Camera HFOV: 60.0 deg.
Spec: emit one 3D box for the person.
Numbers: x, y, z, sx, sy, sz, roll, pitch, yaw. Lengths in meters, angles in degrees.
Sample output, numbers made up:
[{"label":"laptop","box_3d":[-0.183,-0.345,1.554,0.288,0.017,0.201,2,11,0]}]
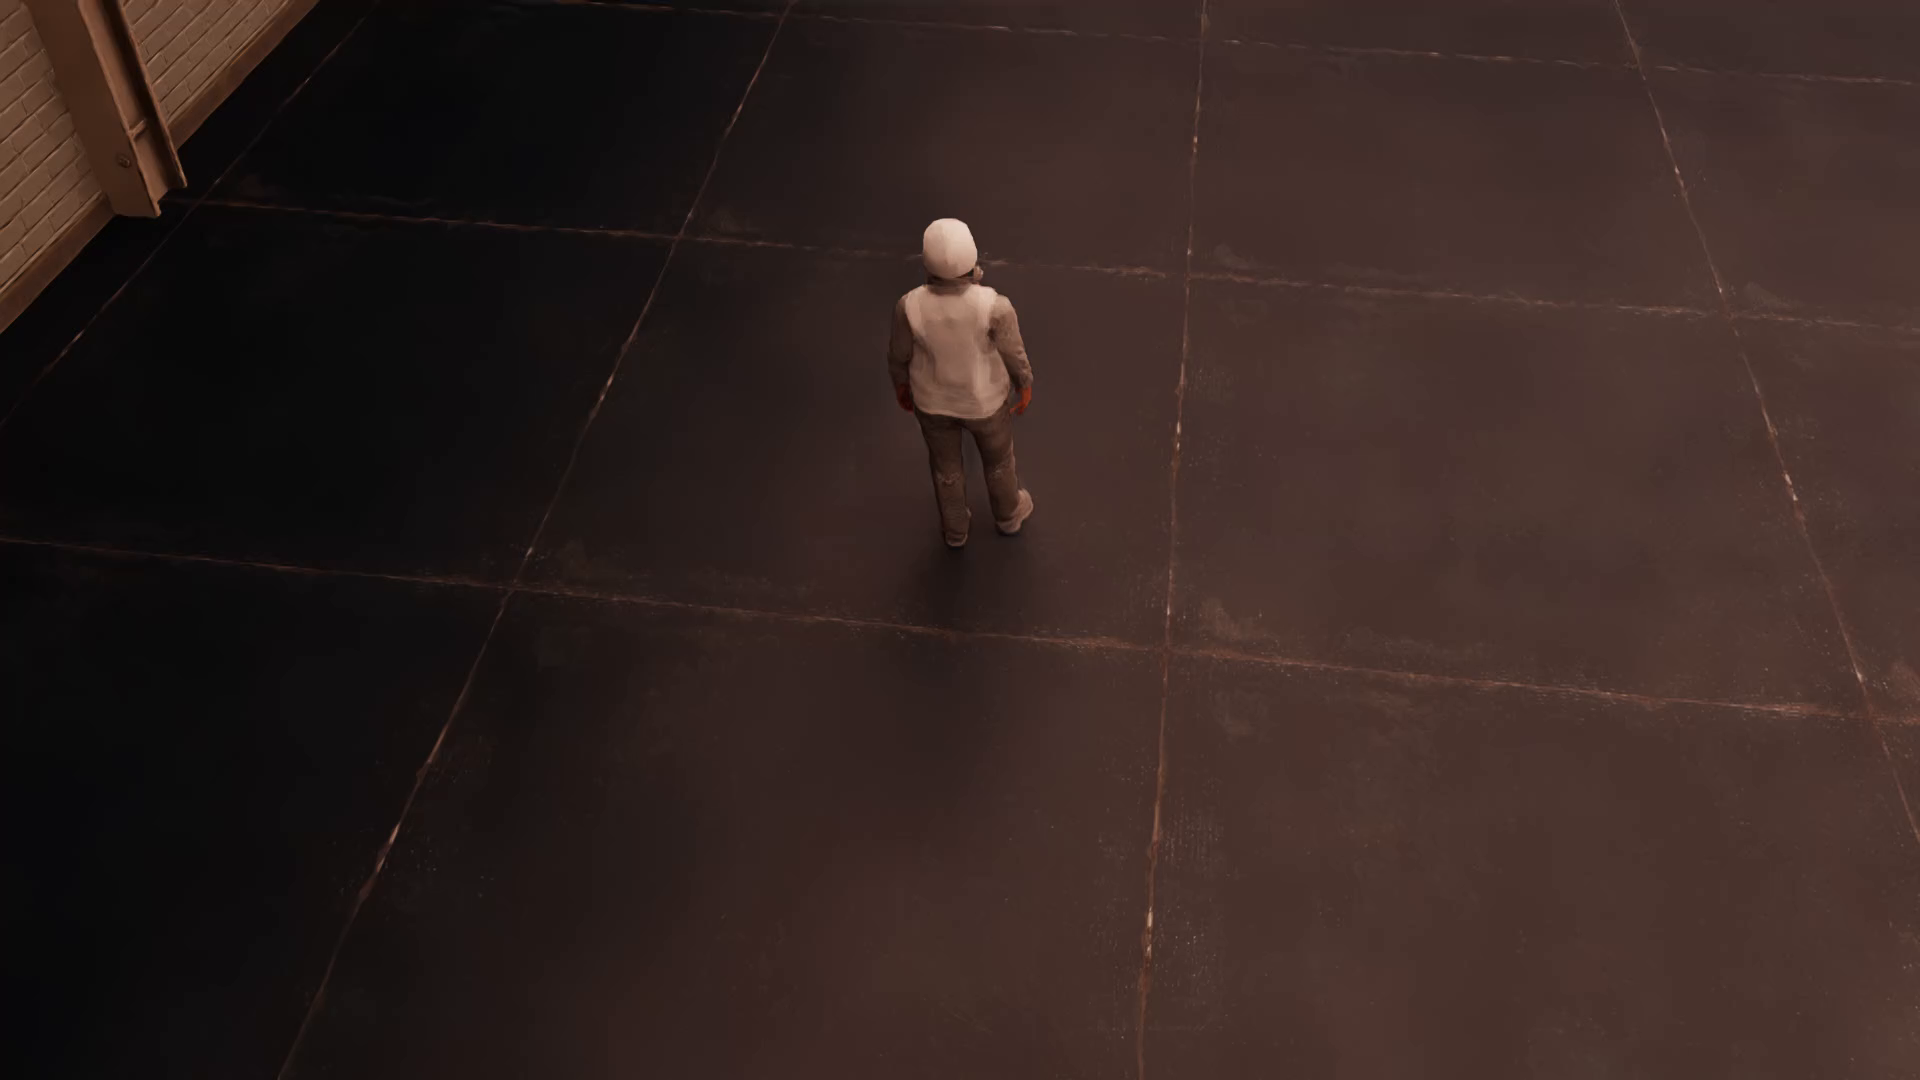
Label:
[{"label":"person","box_3d":[0.016,-0.700,7.331,0.632,1.773,0.567,5,43,6]}]
